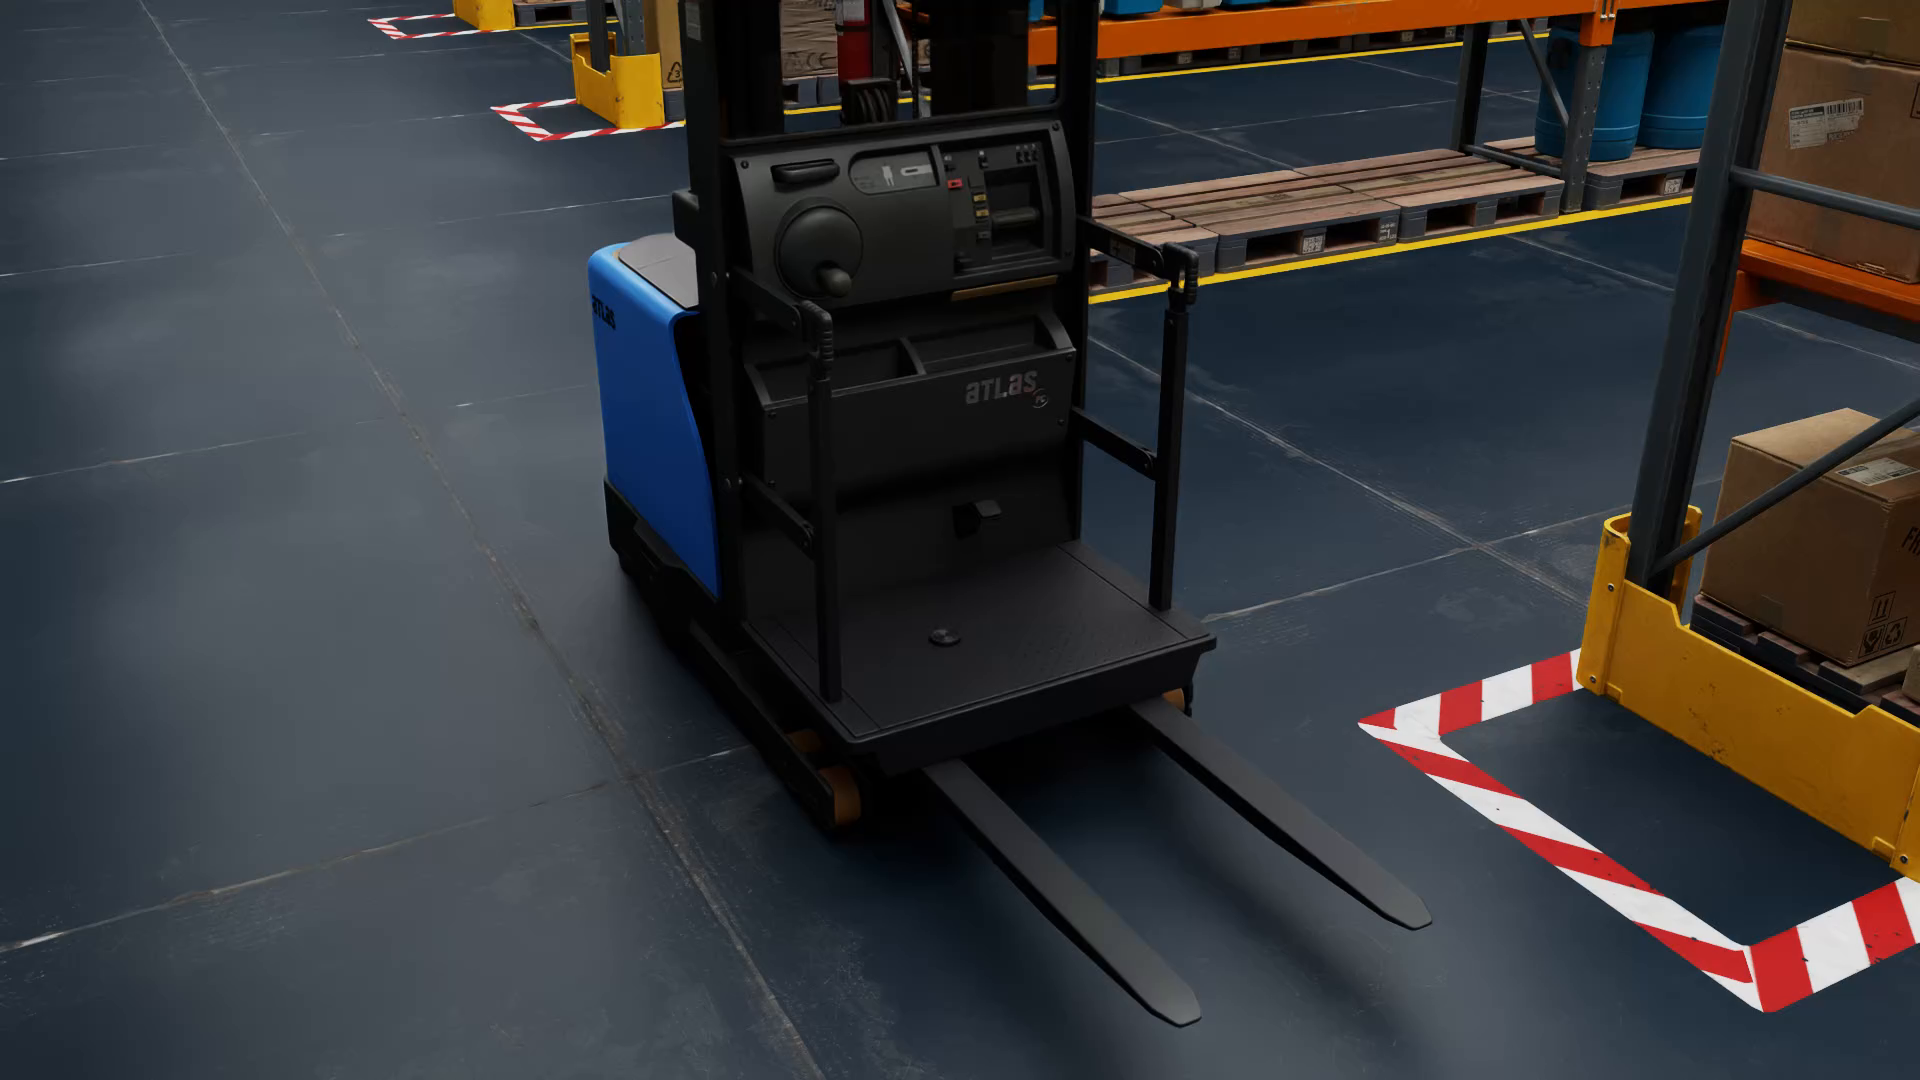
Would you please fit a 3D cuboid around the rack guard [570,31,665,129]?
[{"bbox_3d":[-2.530,-3.398,12.250,0.348,0.500,1.175,-13,29,-25],"label":"rack guard"}]

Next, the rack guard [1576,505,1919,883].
[{"bbox_3d":[2.216,0.366,4.411,0.348,0.500,1.175,-13,29,-25],"label":"rack guard"}]

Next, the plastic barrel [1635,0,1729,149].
[{"bbox_3d":[4.464,-2.945,10.357,0.708,0.901,0.600,-13,29,-25],"label":"plastic barrel"}]

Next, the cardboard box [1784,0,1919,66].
[{"bbox_3d":[2.413,-1.437,4.007,0.500,0.500,0.500,-13,29,-26],"label":"cardboard box"}]

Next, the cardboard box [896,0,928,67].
[{"bbox_3d":[-0.394,-4.289,13.186,0.875,0.875,0.875,-13,29,-25],"label":"cardboard box"}]

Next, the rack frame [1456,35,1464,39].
[{"bbox_3d":[4.550,-6.159,15.112,0.127,3.000,1.000,-13,29,-25],"label":"rack frame"}]

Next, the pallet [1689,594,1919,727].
[{"bbox_3d":[2.919,0.333,4.812,1.213,0.211,1.003,-13,29,-25],"label":"pallet"}]

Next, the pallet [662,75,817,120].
[{"bbox_3d":[-1.840,-3.465,12.724,1.213,0.211,1.003,-13,29,-25],"label":"pallet"}]

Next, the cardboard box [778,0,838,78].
[{"bbox_3d":[-1.179,-4.107,12.809,0.875,0.875,0.875,-13,29,-25],"label":"cardboard box"}]

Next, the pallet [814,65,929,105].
[{"bbox_3d":[-0.765,-3.712,13.238,1.213,0.211,1.003,-13,29,-25],"label":"pallet"}]

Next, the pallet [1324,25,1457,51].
[{"bbox_3d":[3.819,-4.770,15.441,1.213,0.211,1.003,-13,29,-25],"label":"pallet"}]

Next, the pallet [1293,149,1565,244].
[{"bbox_3d":[2.721,-2.031,9.737,1.213,0.211,1.003,-13,29,-25],"label":"pallet"}]

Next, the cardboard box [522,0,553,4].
[{"bbox_3d":[-4.141,-5.333,16.201,0.250,0.149,0.380,-12,28,-24],"label":"cardboard box"}]

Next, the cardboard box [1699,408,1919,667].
[{"bbox_3d":[2.513,-0.022,4.710,0.500,0.500,0.500,-13,29,-25],"label":"cardboard box"}]

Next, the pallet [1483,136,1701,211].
[{"bbox_3d":[4.052,-2.337,10.374,1.213,0.211,1.003,-13,29,-25],"label":"pallet"}]

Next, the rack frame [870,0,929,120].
[{"bbox_3d":[-0.178,-2.638,7.779,0.127,3.000,1.000,-13,29,-25],"label":"rack frame"}]

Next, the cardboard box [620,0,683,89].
[{"bbox_3d":[-1.982,-3.922,12.423,0.875,0.875,0.875,-13,29,-25],"label":"cardboard box"}]

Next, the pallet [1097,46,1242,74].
[{"bbox_3d":[1.666,-4.273,14.406,1.213,0.211,1.003,-13,29,-25],"label":"pallet"}]

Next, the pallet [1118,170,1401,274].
[{"bbox_3d":[1.643,-1.781,9.215,1.213,0.211,1.003,-13,29,-25],"label":"pallet"}]

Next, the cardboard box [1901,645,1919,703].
[{"bbox_3d":[2.680,0.387,4.263,0.250,0.149,0.380,-13,29,-25],"label":"cardboard box"}]

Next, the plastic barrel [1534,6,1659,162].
[{"bbox_3d":[3.839,-2.800,10.056,0.708,0.901,0.600,-13,29,-25],"label":"plastic barrel"}]

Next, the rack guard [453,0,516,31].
[{"bbox_3d":[-4.687,-5.333,16.280,0.348,0.500,1.175,-13,29,-25],"label":"rack guard"}]

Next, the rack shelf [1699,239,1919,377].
[{"bbox_3d":[3.914,-0.829,4.841,4.000,0.370,1.077,-13,29,-25],"label":"rack shelf"}]

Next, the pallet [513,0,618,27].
[{"bbox_3d":[-3.953,-5.355,16.659,1.213,0.211,1.003,-13,29,-25],"label":"pallet"}]

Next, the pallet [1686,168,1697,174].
[{"bbox_3d":[5.129,-2.587,10.895,1.213,0.211,1.003,-13,29,-25],"label":"pallet"}]

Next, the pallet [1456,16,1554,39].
[{"bbox_3d":[5.240,-5.061,16.046,1.213,0.211,1.003,-13,29,-25],"label":"pallet"}]

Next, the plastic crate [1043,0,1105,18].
[{"bbox_3d":[0.516,-2.505,7.736,0.298,0.136,0.250,-13,29,-25],"label":"plastic crate"}]

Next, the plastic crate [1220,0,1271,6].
[{"bbox_3d":[1.356,-2.782,8.204,0.300,0.233,0.416,-13,29,-25],"label":"plastic crate"}]

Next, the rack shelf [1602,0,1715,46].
[{"bbox_3d":[5.116,-3.536,10.480,4.000,0.370,1.077,-13,29,-25],"label":"rack shelf"}]

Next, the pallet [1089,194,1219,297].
[{"bbox_3d":[0.568,-1.534,8.702,1.213,0.211,1.003,-13,29,-25],"label":"pallet"}]

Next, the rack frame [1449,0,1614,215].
[{"bbox_3d":[3.351,-3.453,9.476,0.127,3.000,1.000,-13,29,-25],"label":"rack frame"}]

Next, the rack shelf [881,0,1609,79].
[{"bbox_3d":[1.586,-2.721,8.783,4.000,0.370,1.077,-13,29,-25],"label":"rack shelf"}]

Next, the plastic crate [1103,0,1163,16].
[{"bbox_3d":[0.775,-2.648,7.924,0.300,0.233,0.416,-13,29,-25],"label":"plastic crate"}]

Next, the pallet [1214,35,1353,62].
[{"bbox_3d":[2.744,-4.523,14.928,1.213,0.211,1.003,-13,29,-25],"label":"pallet"}]

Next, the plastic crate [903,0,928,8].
[{"bbox_3d":[0.029,-2.821,8.049,0.499,0.435,0.616,-13,29,-25],"label":"plastic crate"}]

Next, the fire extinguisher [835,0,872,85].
[{"bbox_3d":[-0.525,-2.578,8.174,0.183,0.674,0.296,-13,29,-25],"label":"fire extinguisher"}]

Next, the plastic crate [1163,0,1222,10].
[{"bbox_3d":[1.115,-2.643,8.024,0.298,0.136,0.250,-13,29,-25],"label":"plastic crate"}]

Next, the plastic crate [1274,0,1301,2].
[{"bbox_3d":[1.621,-2.844,8.331,0.300,0.233,0.416,-13,29,-25],"label":"plastic crate"}]

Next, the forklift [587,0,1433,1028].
[{"bbox_3d":[-0.016,-0.811,4.053,1.130,2.935,3.031,-14,29,-26],"label":"forklift"}]

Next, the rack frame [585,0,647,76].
[{"bbox_3d":[-2.509,-4.530,11.719,0.127,3.000,1.000,-13,29,-25],"label":"rack frame"}]

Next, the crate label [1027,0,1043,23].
[{"bbox_3d":[0.194,-2.514,7.645,0.303,0.233,0.416,-13,29,-25],"label":"crate label"}]

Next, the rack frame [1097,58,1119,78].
[{"bbox_3d":[1.021,-5.344,13.416,0.127,3.000,1.000,-13,29,-25],"label":"rack frame"}]

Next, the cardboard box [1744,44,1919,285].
[{"bbox_3d":[2.416,-0.986,4.222,0.500,0.500,0.500,-12,28,-24],"label":"cardboard box"}]

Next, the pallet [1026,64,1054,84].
[{"bbox_3d":[0.313,-3.962,13.759,1.213,0.211,1.003,-13,29,-25],"label":"pallet"}]

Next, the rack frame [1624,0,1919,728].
[{"bbox_3d":[2.149,-0.746,3.837,0.127,3.000,1.000,-13,29,-25],"label":"rack frame"}]
